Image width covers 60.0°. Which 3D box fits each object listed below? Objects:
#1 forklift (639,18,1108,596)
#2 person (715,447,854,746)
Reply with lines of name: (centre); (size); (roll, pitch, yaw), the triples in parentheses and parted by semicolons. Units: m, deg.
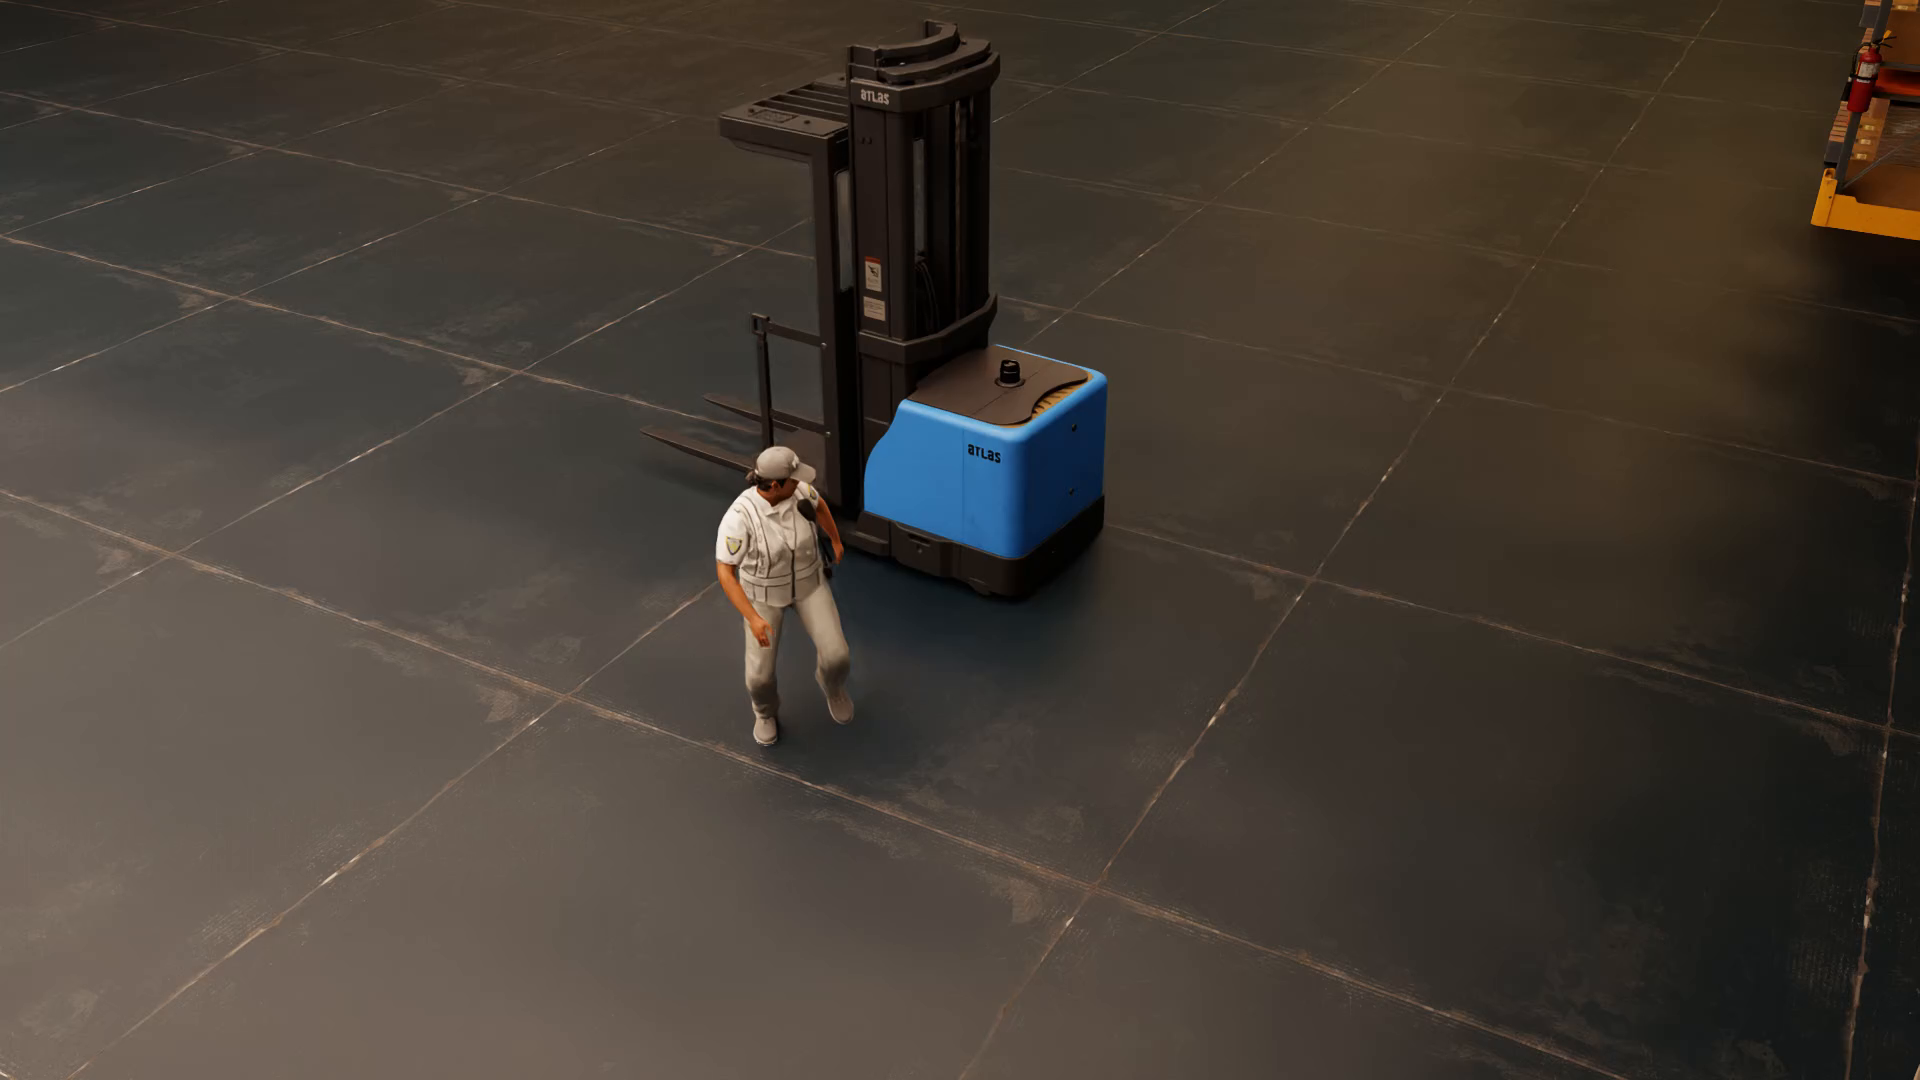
forklift: (-0.646, -1.510, 9.688); (3.031, 2.935, 1.130); (19, 35, 29)
person: (-0.822, 0.258, 7.995); (0.706, 1.583, 0.619); (-10, 32, -18)
